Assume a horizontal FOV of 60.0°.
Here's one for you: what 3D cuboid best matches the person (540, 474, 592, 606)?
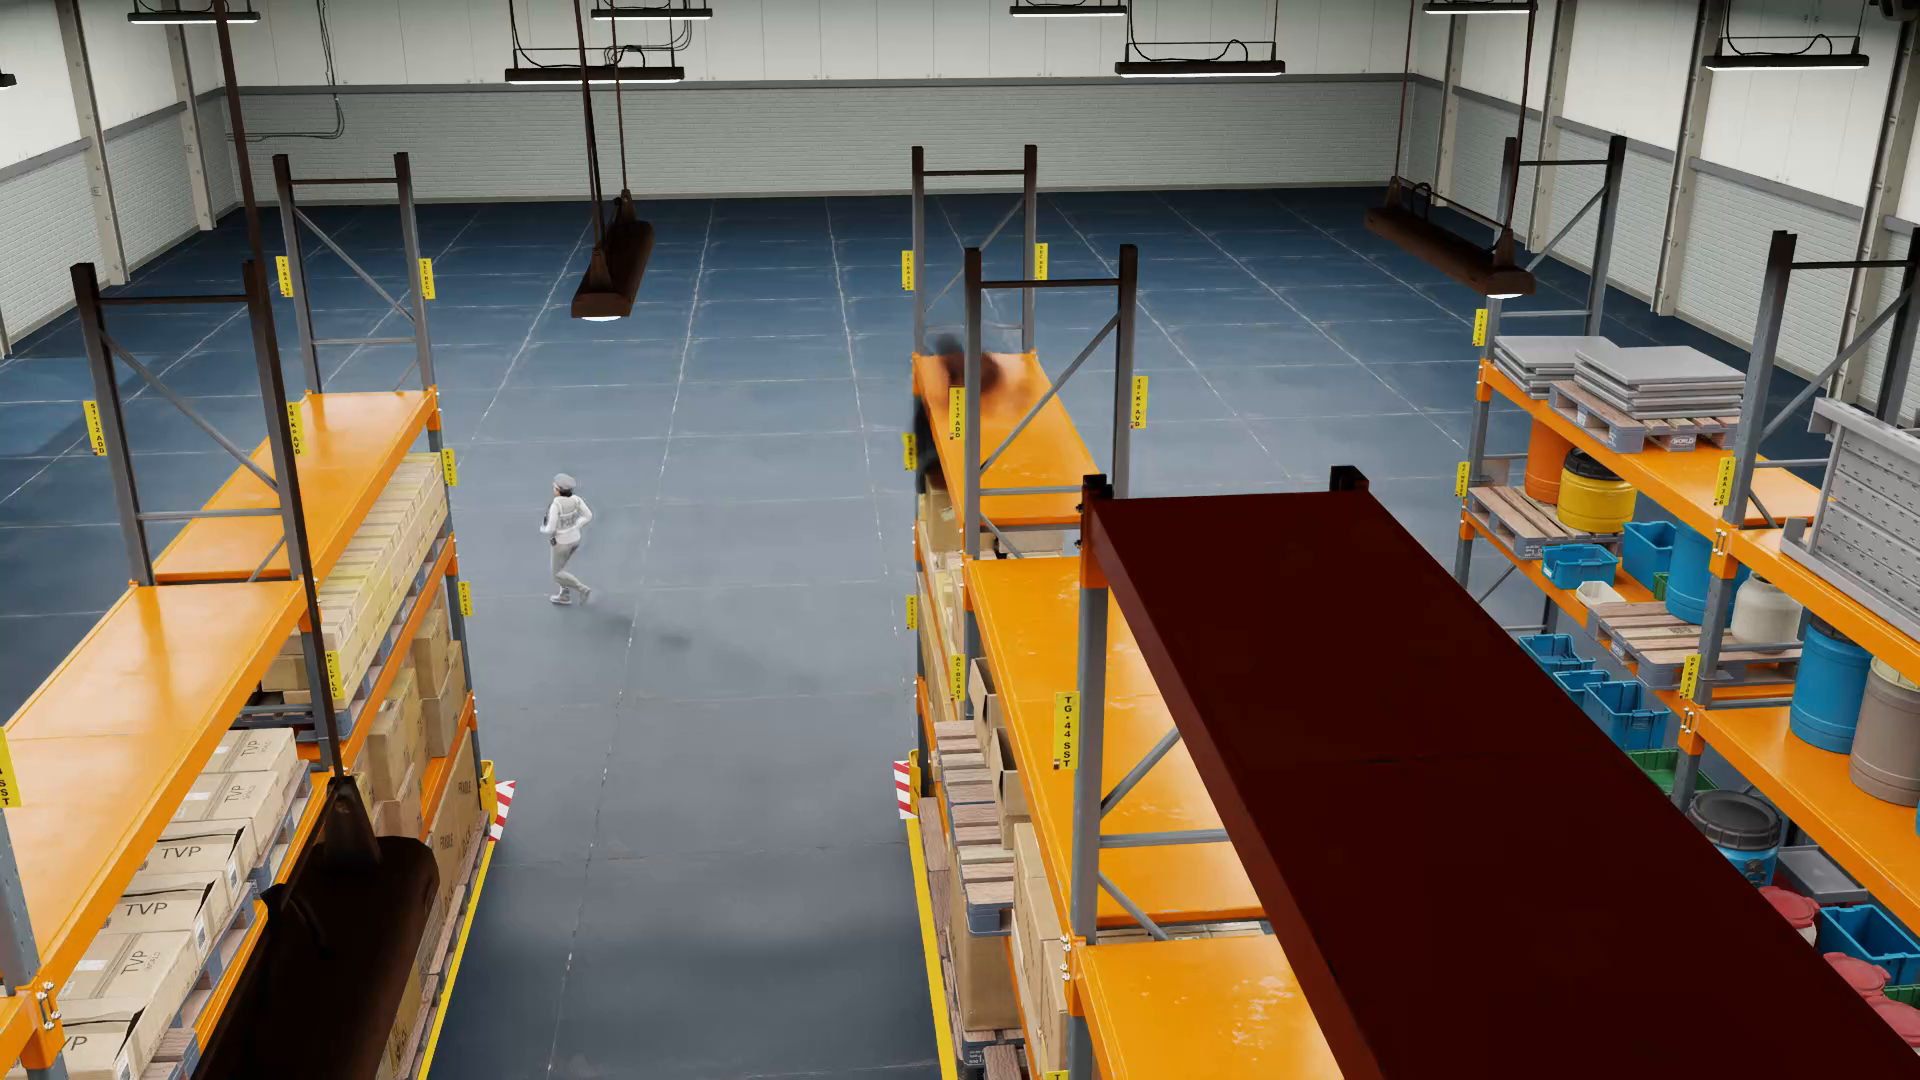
[{"bbox_3d":[-4.560,0.014,19.355,0.718,1.653,0.621,13,25,29],"label":"person"}]
